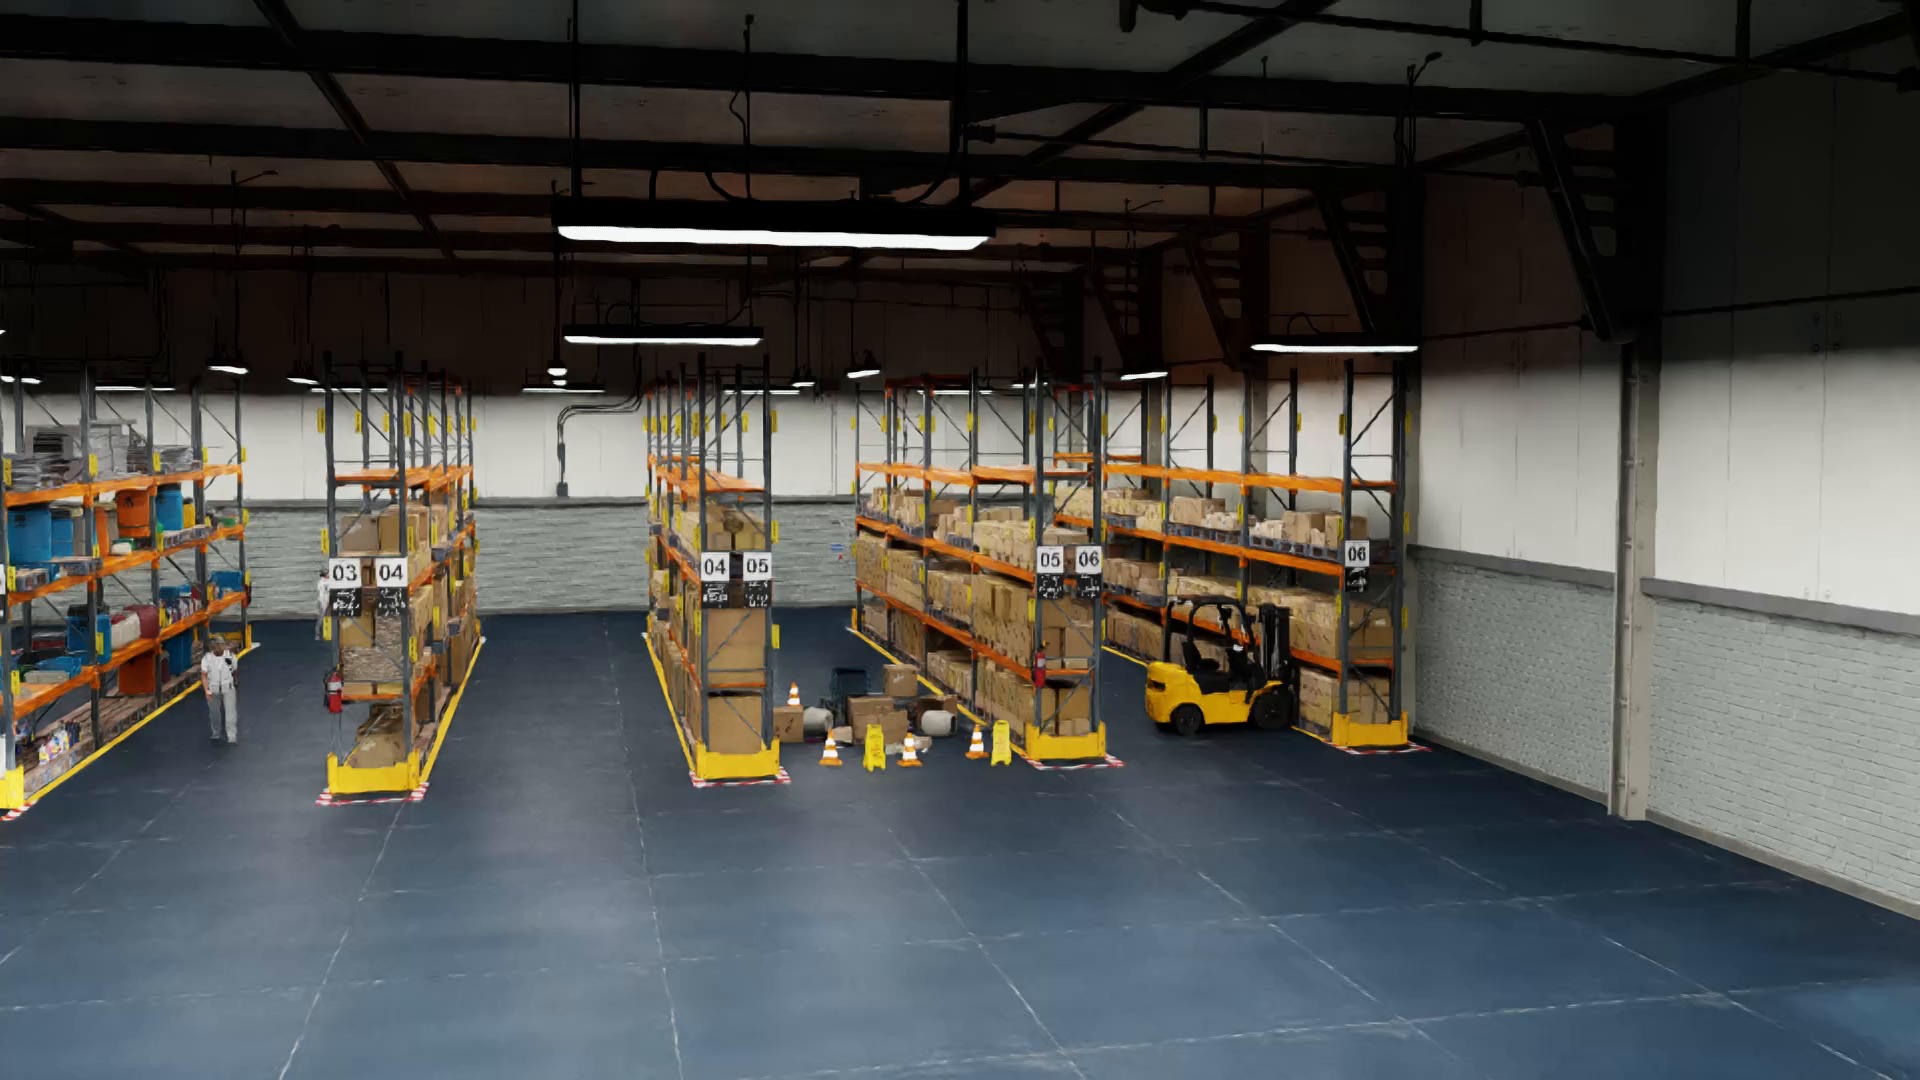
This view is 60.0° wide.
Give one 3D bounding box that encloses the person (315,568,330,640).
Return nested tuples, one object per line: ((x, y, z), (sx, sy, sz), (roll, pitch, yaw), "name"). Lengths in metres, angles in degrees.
((-14.759, 1.471, 38.692), (0.448, 1.676, 0.582), (1, 4, 11), "person")

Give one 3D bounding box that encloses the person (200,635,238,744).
((-11.600, 2.319, 26.053), (0.535, 1.705, 1.036), (-2, 4, -22), "person")
